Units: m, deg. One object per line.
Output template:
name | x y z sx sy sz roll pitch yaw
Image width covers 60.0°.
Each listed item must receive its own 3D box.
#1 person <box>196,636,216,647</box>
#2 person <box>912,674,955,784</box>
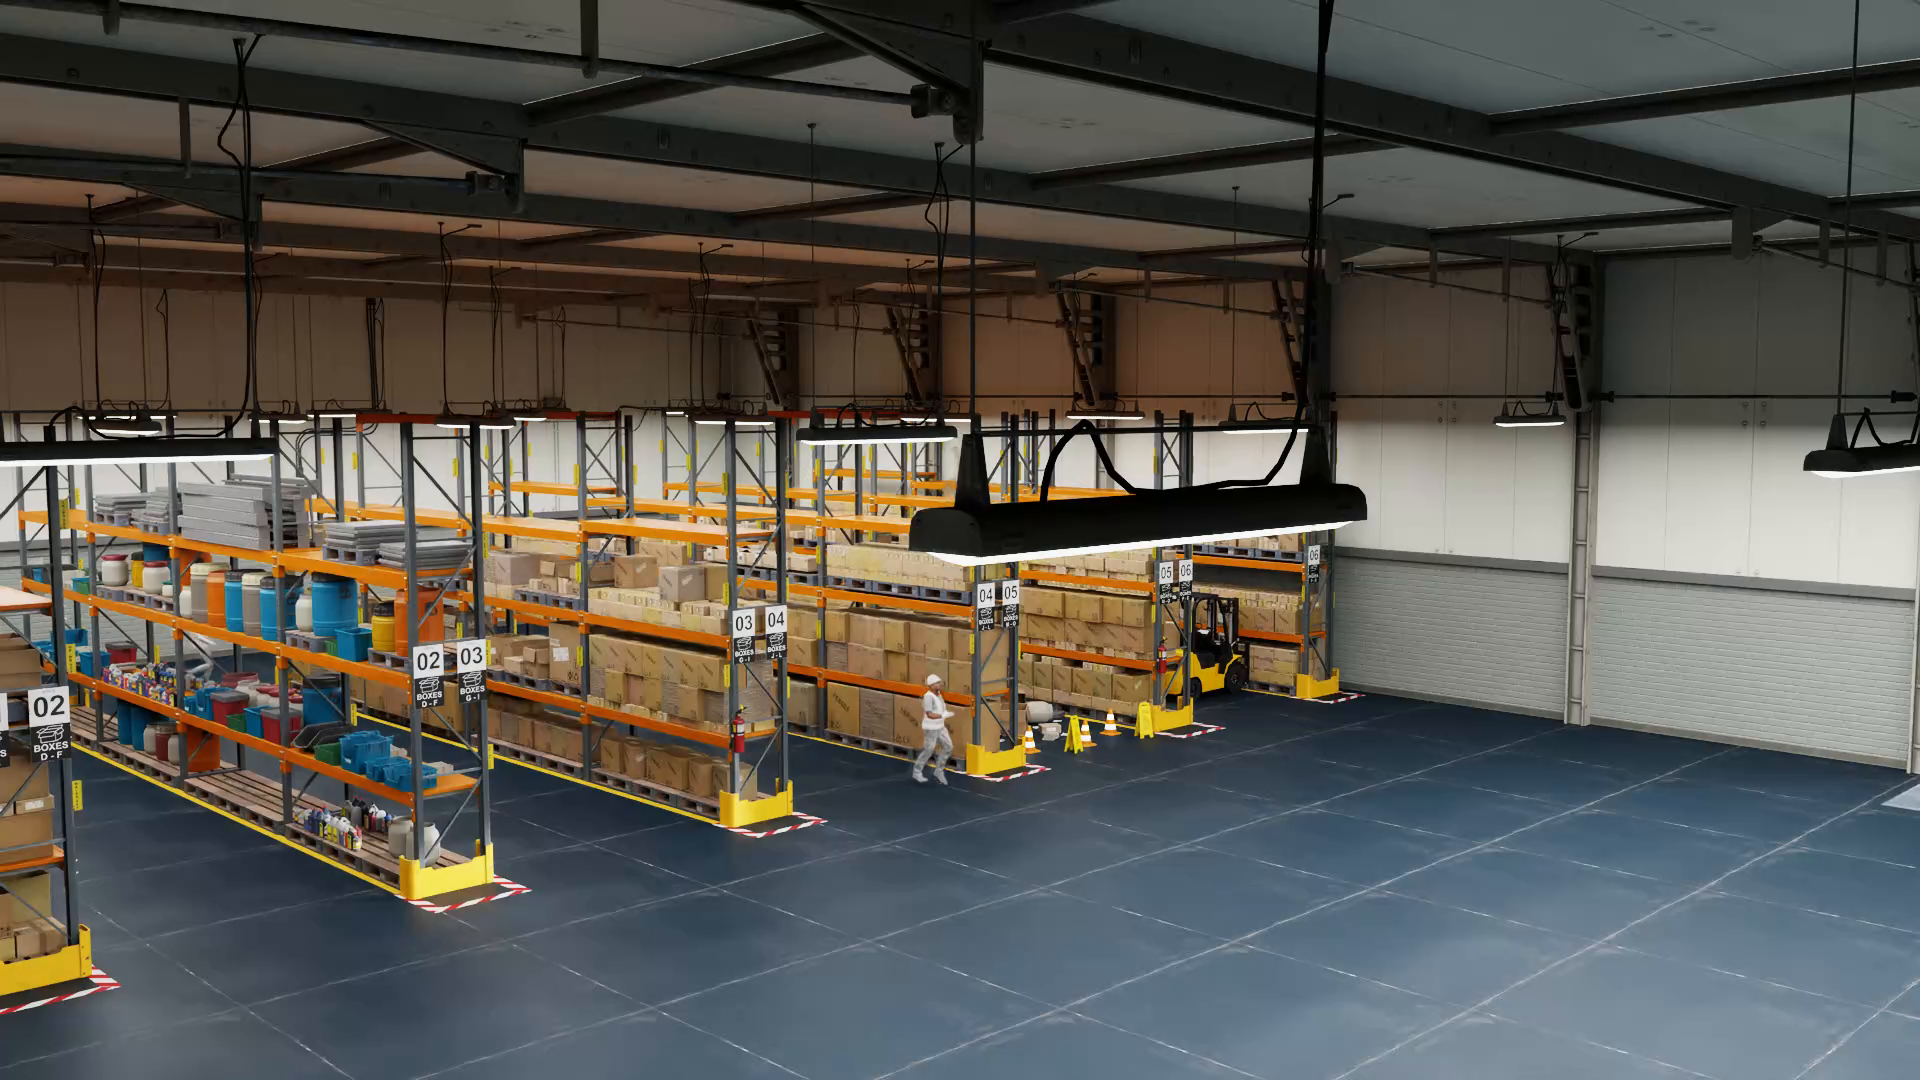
person | -16.541 1.933 36.332 0.434 0.810 0.452 -4 6 -37
person | -0.416 3.093 27.046 0.767 1.830 0.680 2 5 23
